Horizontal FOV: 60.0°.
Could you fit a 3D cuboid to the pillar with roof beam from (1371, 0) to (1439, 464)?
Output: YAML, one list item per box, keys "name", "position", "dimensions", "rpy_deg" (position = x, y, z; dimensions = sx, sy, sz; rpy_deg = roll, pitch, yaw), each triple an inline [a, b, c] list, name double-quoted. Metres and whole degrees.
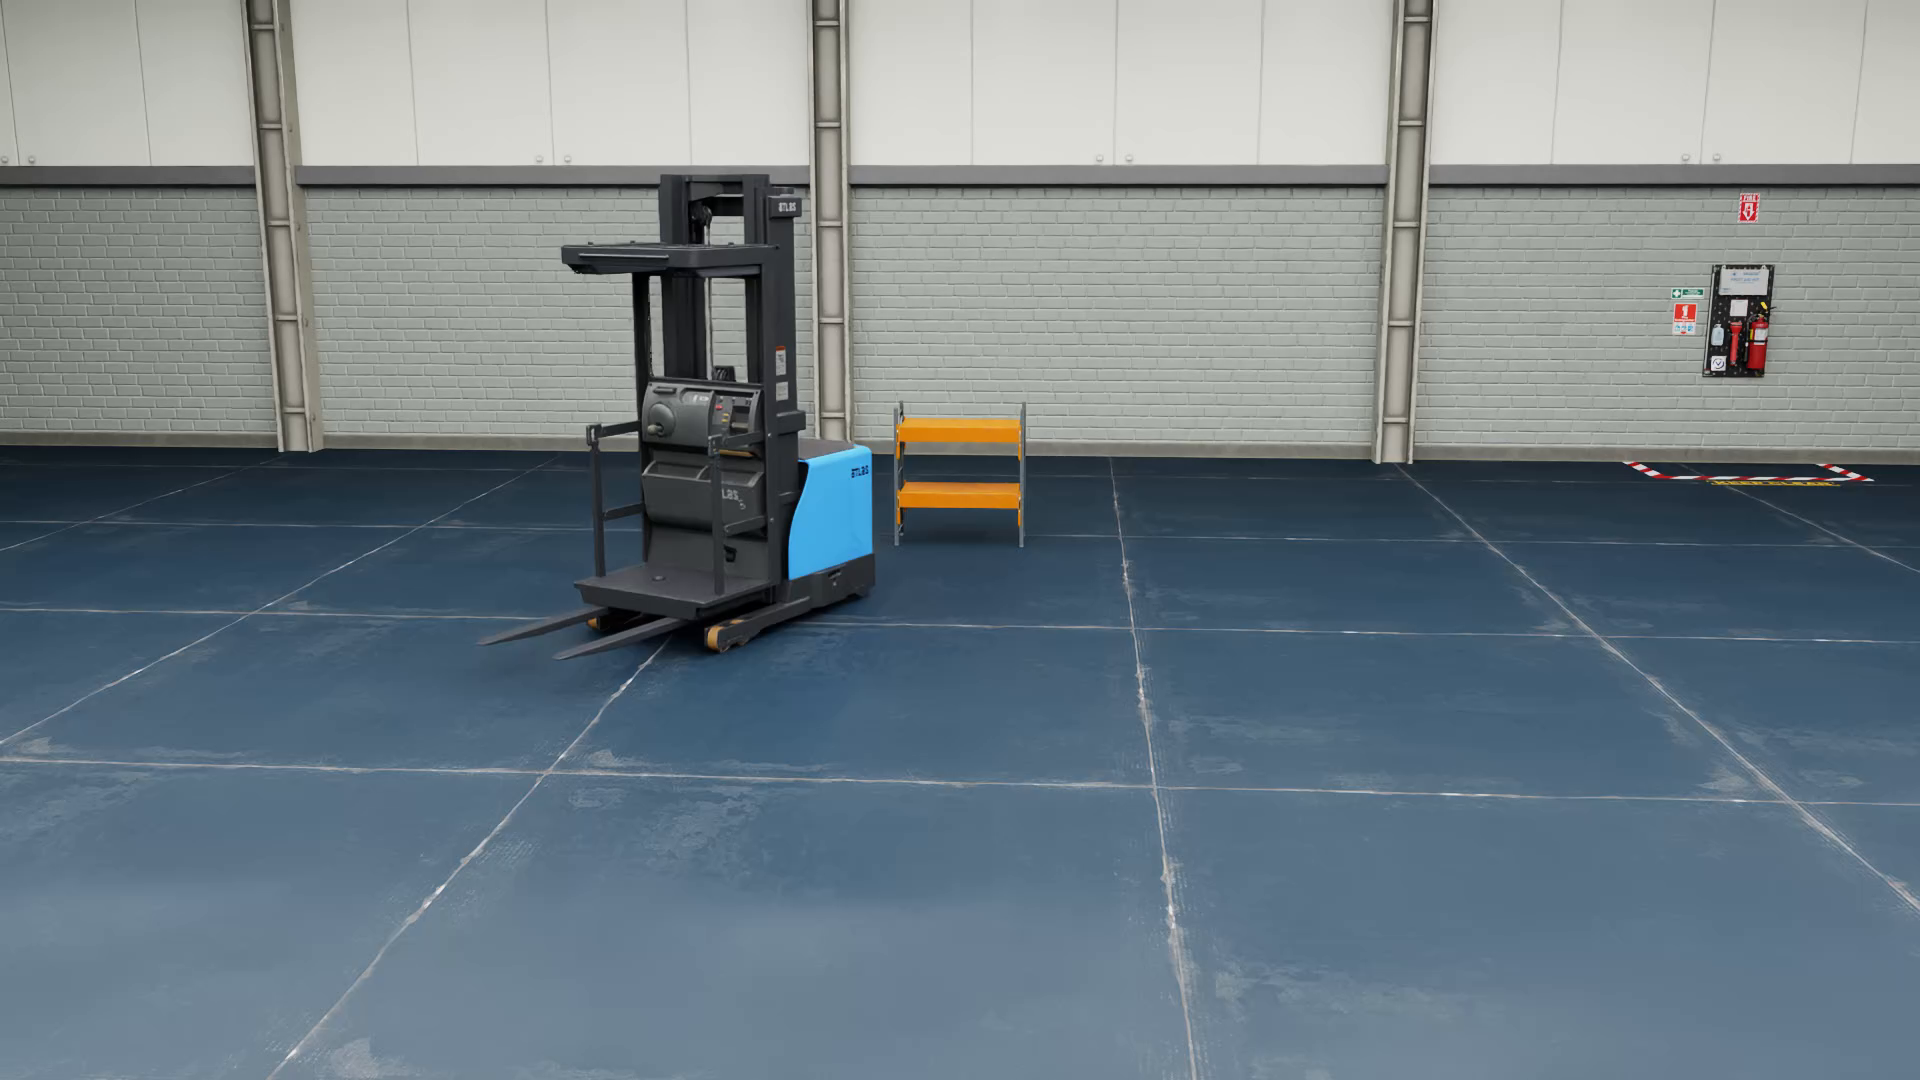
- name: "pillar with roof beam"
  position: [4.330, -4.368, 12.672]
  dimensions: [0.400, 9.000, 9.100]
  rpy_deg: [1, 12, 4]

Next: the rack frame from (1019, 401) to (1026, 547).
- name: "rack frame"
  position: [0.514, -0.544, 13.619]
  dimensions: [0.032, 1.125, 0.500]
  rpy_deg: [1, 12, 4]

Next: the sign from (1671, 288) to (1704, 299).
- name: "sign"
  position: [7.600, -2.574, 17.367]
  dimensions: [0.331, 0.109, 0.001]
  rpy_deg: [1, 12, 4]

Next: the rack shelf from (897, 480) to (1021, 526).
- name: "rack shelf"
  position: [0.007, -0.311, 13.703]
  dimensions: [1.000, 0.278, 0.538]
  rpy_deg: [1, 12, 4]

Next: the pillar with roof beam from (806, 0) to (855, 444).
- name: "pillar with roof beam"
  position: [-1.656, -4.450, 13.065]
  dimensions: [0.400, 9.000, 9.100]
  rpy_deg: [1, 12, 4]

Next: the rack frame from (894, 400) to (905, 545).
- name: "rack frame"
  position: [-0.500, -0.557, 13.686]
  dimensions: [0.032, 1.125, 0.500]
  rpy_deg: [1, 12, 4]

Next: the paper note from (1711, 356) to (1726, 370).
- name: "paper note"
  position: [7.969, -1.856, 17.466]
  dimensions: [0.142, 0.148, 0.016]
  rpy_deg: [1, 12, 4]

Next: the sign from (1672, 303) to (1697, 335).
- name: "sign"
  position: [7.596, -2.317, 17.431]
  dimensions: [0.234, 0.329, 0.001]
  rpy_deg: [1, 12, 4]

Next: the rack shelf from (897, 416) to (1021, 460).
- name: "rack shelf"
  position: [0.007, -0.837, 13.593]
  dimensions: [1.000, 0.278, 0.538]
  rpy_deg: [1, 12, 4]

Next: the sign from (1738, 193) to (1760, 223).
- name: "sign"
  position: [8.140, -3.426, 17.158]
  dimensions: [0.199, 0.298, 0.001]
  rpy_deg: [1, 12, 4]

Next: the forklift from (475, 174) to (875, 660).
- name: "forklift"
  position: [-1.791, -0.840, 10.624]
  dimensions: [1.130, 2.935, 3.031]
  rpy_deg: [7, 14, 30]

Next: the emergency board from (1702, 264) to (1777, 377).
- name: "emergency board"
  position: [8.141, -2.271, 17.297]
  dimensions: [0.643, 1.169, 0.194]
  rpy_deg: [1, 12, 4]

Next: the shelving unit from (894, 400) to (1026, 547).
- name: "shelving unit"
  position: [0.007, -0.550, 13.652]
  dimensions: [1.048, 1.125, 0.538]
  rpy_deg: [1, 12, 4]

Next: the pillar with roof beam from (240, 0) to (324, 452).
- name: "pillar with roof beam"
  position: [-7.643, -4.532, 13.457]
  dimensions: [0.400, 9.000, 9.100]
  rpy_deg: [1, 12, 4]
